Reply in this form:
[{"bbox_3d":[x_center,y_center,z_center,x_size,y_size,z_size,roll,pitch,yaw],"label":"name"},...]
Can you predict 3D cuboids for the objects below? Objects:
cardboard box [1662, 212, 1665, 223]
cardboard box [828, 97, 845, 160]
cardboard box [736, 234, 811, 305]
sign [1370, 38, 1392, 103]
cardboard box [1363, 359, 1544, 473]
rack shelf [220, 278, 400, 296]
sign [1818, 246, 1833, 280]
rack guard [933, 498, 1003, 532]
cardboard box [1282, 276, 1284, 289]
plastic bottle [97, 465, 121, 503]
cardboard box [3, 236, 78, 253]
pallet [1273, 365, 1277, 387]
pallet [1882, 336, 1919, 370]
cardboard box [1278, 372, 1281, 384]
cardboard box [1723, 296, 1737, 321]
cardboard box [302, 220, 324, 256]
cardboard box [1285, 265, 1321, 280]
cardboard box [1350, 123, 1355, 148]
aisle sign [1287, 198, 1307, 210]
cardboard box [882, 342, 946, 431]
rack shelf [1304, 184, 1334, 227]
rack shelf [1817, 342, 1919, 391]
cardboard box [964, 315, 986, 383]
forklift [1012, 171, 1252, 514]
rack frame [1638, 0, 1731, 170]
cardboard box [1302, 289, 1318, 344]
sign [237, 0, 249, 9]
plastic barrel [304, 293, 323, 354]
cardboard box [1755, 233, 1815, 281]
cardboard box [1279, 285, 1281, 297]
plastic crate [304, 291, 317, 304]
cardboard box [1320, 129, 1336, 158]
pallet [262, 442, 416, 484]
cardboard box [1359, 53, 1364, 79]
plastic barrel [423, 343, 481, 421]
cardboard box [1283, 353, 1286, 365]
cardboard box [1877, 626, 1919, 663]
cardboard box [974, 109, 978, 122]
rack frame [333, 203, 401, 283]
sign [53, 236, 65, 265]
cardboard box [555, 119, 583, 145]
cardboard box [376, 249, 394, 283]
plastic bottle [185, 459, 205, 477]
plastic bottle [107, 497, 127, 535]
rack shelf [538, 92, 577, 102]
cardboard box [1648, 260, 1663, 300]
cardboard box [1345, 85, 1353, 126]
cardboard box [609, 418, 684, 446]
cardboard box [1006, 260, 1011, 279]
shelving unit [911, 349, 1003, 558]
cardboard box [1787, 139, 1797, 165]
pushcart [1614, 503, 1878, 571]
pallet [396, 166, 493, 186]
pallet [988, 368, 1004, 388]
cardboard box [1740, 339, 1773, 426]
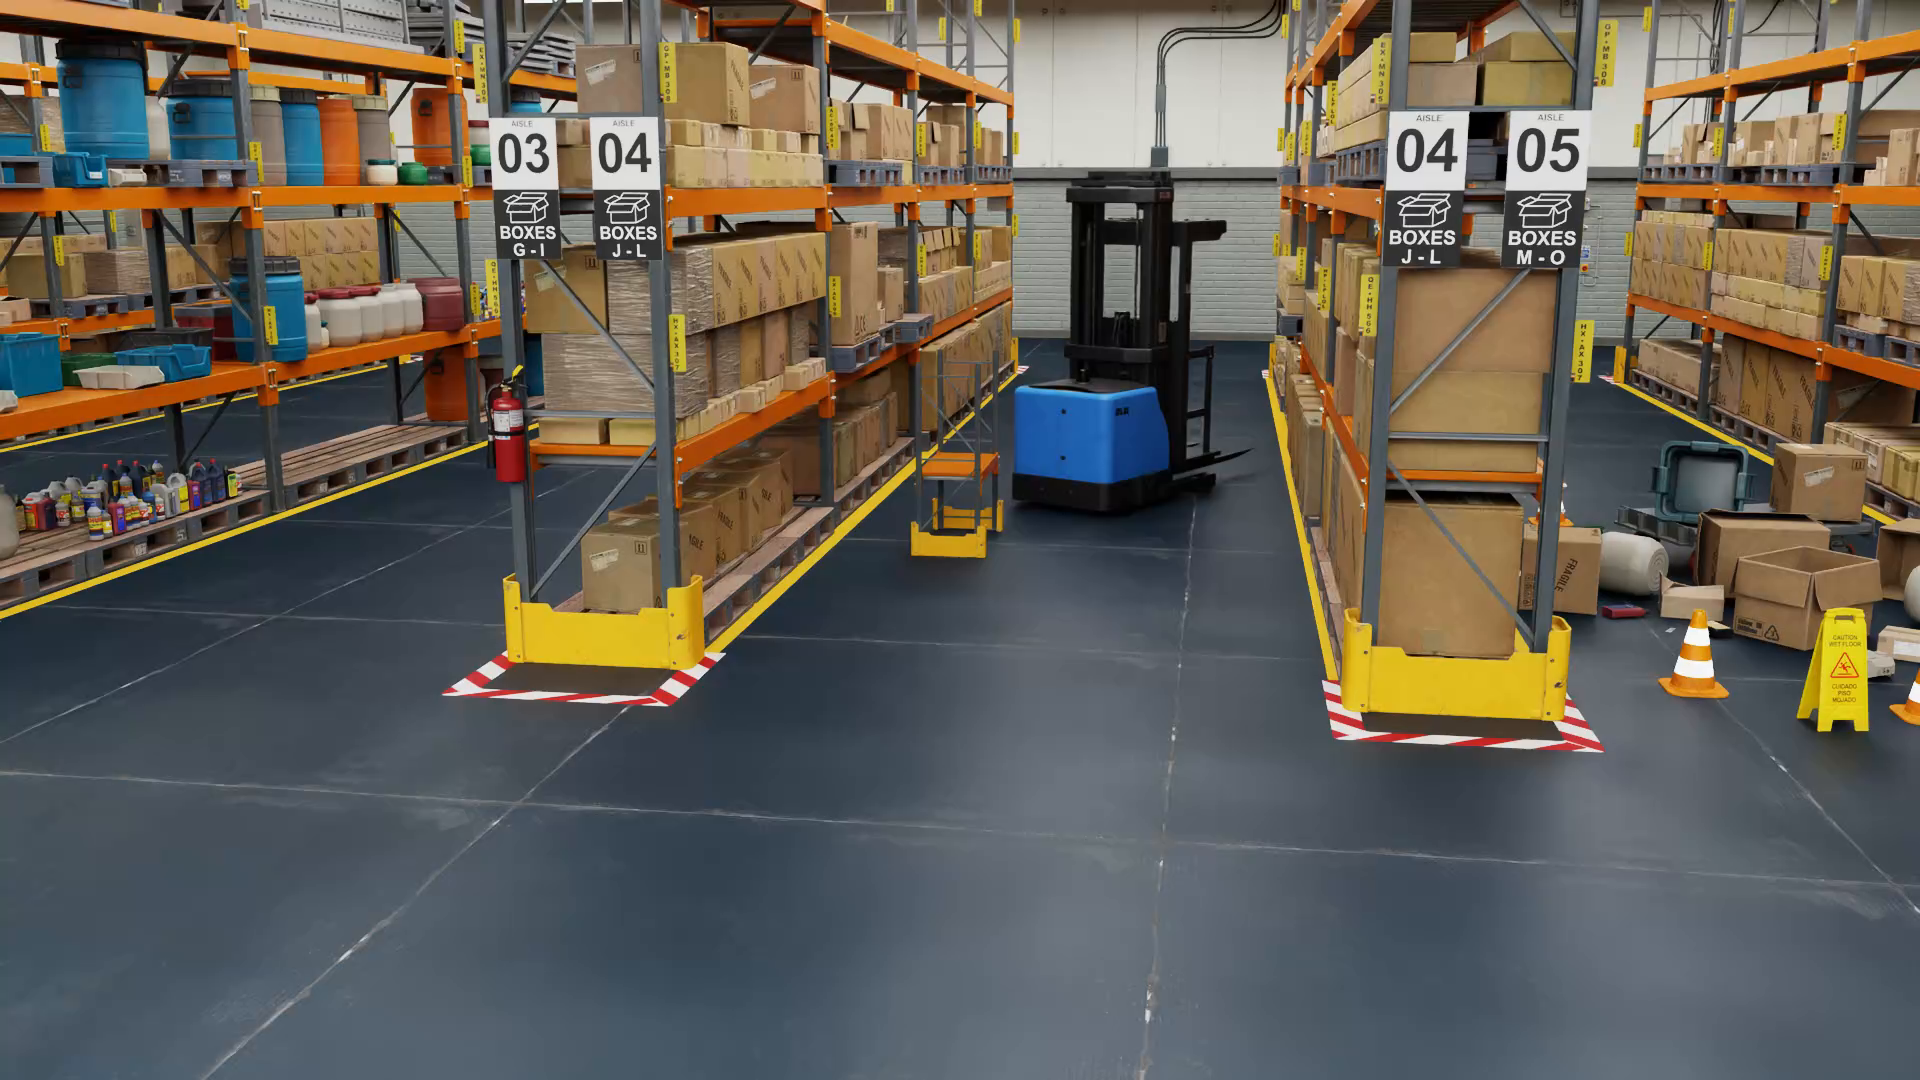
[{"bbox_3d":[9.622,-4.310,22.223,0.380,0.149,0.250,2,12,9],"label":"cardboard box"},{"bbox_3d":[-1.383,-3.379,13.691,0.797,0.503,0.637,1,12,6],"label":"cardboard box"},{"bbox_3d":[-1.426,-2.039,12.517,0.500,0.500,0.500,2,12,9],"label":"cardboard box"},{"bbox_3d":[2.183,-2.429,8.610,0.100,0.325,0.005,2,12,9],"label":"sign"},{"bbox_3d":[2.730,-0.700,9.265,0.875,0.550,0.550,2,12,9],"label":"cardboard box"},{"bbox_3d":[-9.803,-3.614,24.851,1.077,0.370,4.000,2,12,9],"label":"rack shelf"},{"bbox_3d":[8.305,-2.657,15.955,0.100,0.325,0.005,2,12,9],"label":"sign"},{"bbox_3d":[0.065,-0.210,13.874,0.587,0.250,0.087,2,12,9],"label":"rack guard"},{"bbox_3d":[3.809,-2.881,18.636,0.380,0.149,0.250,2,12,8],"label":"cardboard box"},{"bbox_3d":[-7.010,-0.449,13.701,0.144,0.351,0.185,1,12,6],"label":"plastic bottle"},{"bbox_3d":[-14.560,-4.430,26.218,0.980,0.700,0.700,2,12,8],"label":"cardboard box"},{"bbox_3d":[5.006,-2.332,23.812,1.003,0.211,1.213,2,12,9],"label":"pallet"},{"bbox_3d":[8.590,-1.567,14.099,1.003,0.211,1.213,2,12,9],"label":"pallet"},{"bbox_3d":[4.446,-2.166,22.193,0.380,0.149,0.250,2,12,9],"label":"cardboard box"},{"bbox_3d":[9.063,-2.642,18.991,0.500,0.250,0.500,2,12,7],"label":"cardboard box"},{"bbox_3d":[-9.602,-4.391,24.135,0.500,0.500,0.500,2,12,7],"label":"cardboard box"},{"bbox_3d":[3.689,-2.866,17.859,0.380,0.149,0.250,2,12,10],"label":"cardboard box"},{"bbox_3d":[2.707,-2.597,10.666,0.380,0.149,0.250,2,12,9],"label":"cardboard box"},{"bbox_3d":[4.893,-5.174,24.213,0.394,0.787,0.004,2,12,9],"label":"aisle sign"},{"bbox_3d":[-0.811,-1.705,18.330,1.225,0.875,0.875,1,12,6],"label":"cardboard box"},{"bbox_3d":[3.640,-2.912,14.471,1.077,0.370,4.000,2,12,9],"label":"rack shelf"},{"bbox_3d":[8.547,-1.306,14.141,1.077,0.370,4.000,2,12,9],"label":"rack shelf"},{"bbox_3d":[-0.142,-2.529,22.156,0.875,0.875,0.875,2,12,9],"label":"cardboard box"},{"bbox_3d":[1.754,-1.919,15.439,1.130,2.935,3.031,9,15,36],"label":"forklift"},{"bbox_3d":[10.085,-6.672,23.092,1.000,3.000,0.127,2,12,9],"label":"rack frame"},{"bbox_3d":[3.612,-2.177,16.240,0.500,0.500,0.500,2,12,9],"label":"cardboard box"},{"bbox_3d":[-5.905,-4.533,13.664,0.100,0.325,0.005,2,12,9],"label":"sign"},{"bbox_3d":[-6.083,-1.981,15.245,0.433,0.535,0.433,0,12,0],"label":"plastic barrel"},{"bbox_3d":[8.914,-3.043,17.883,0.500,0.500,0.500,2,12,8],"label":"cardboard box"},{"bbox_3d":[3.929,-2.899,19.426,0.380,0.149,0.250,2,12,9],"label":"cardboard box"},{"bbox_3d":[-6.383,-2.260,16.710,0.402,0.464,0.583,2,12,9],"label":"plastic crate"},{"bbox_3d":[3.542,-3.613,15.138,0.500,0.250,0.500,2,12,10],"label":"cardboard box"},{"bbox_3d":[-6.179,-0.779,16.608,1.003,0.211,1.213,2,12,9],"label":"pallet"},{"bbox_3d":[2.630,-2.881,10.092,0.380,0.149,0.250,2,12,8],"label":"cardboard box"},{"bbox_3d":[-5.773,-1.802,18.891,0.600,0.830,0.708,2,12,9],"label":"plastic barrel"},{"bbox_3d":[4.392,-2.337,21.578,0.380,0.149,0.250,2,12,8],"label":"cardboard box"},{"bbox_3d":[5.829,0.647,10.139,0.380,0.149,0.250,10,15,38],"label":"cardboard box"},{"bbox_3d":[-0.028,-5.776,22.804,0.500,0.250,0.500,1,12,7],"label":"cardboard box"},{"bbox_3d":[-9.495,-4.382,26.707,1.000,3.000,0.127,2,12,9],"label":"rack frame"},{"bbox_3d":[-10.177,-3.266,18.778,0.100,0.325,0.005,2,12,9],"label":"sign"},{"bbox_3d":[-2.434,-2.386,9.732,0.380,0.149,0.250,2,12,9],"label":"cardboard box"},{"bbox_3d":[-9.295,-4.329,26.223,0.500,0.500,0.500,2,12,10],"label":"cardboard box"},{"bbox_3d":[-6.404,-0.504,13.957,0.144,0.351,0.185,2,12,9],"label":"plastic bottle"},{"bbox_3d":[-6.423,-0.191,12.664,0.061,0.283,0.133,2,12,10],"label":"plastic bottle"},{"bbox_3d":[-4.909,-6.190,23.513,1.077,0.370,4.000,2,12,9],"label":"rack shelf"},{"bbox_3d":[9.581,-3.486,22.312,0.500,0.500,0.500,2,12,8],"label":"cardboard box"},{"bbox_3d":[2.827,-2.870,10.988,0.500,0.250,0.500,2,12,8],"label":"cardboard box"},{"bbox_3d":[-1.889,-0.659,10.025,0.380,0.149,0.250,2,12,9],"label":"cardboard box"},{"bbox_3d":[0.480,-4.023,24.691,0.500,0.250,0.500,2,12,8],"label":"cardboard box"},{"bbox_3d":[-0.012,-0.717,13.262,0.587,1.500,1.083,2,12,9],"label":"shelving unit"},{"bbox_3d":[8.720,-3.978,17.034,0.396,0.266,0.258,2,12,7],"label":"cardboard box"},{"bbox_3d":[5.979,-0.023,12.704,1.648,0.377,0.936,-2,12,-11],"label":"pushcart"},{"bbox_3d":[-5.618,-4.086,18.659,1.003,0.211,1.213,2,12,9],"label":"pallet"},{"bbox_3d":[0.057,-2.275,23.549,1.003,0.211,1.213,2,12,9],"label":"pallet"},{"bbox_3d":[9.322,-1.753,18.556,0.875,0.875,0.875,2,12,10],"label":"cardboard box"}]
